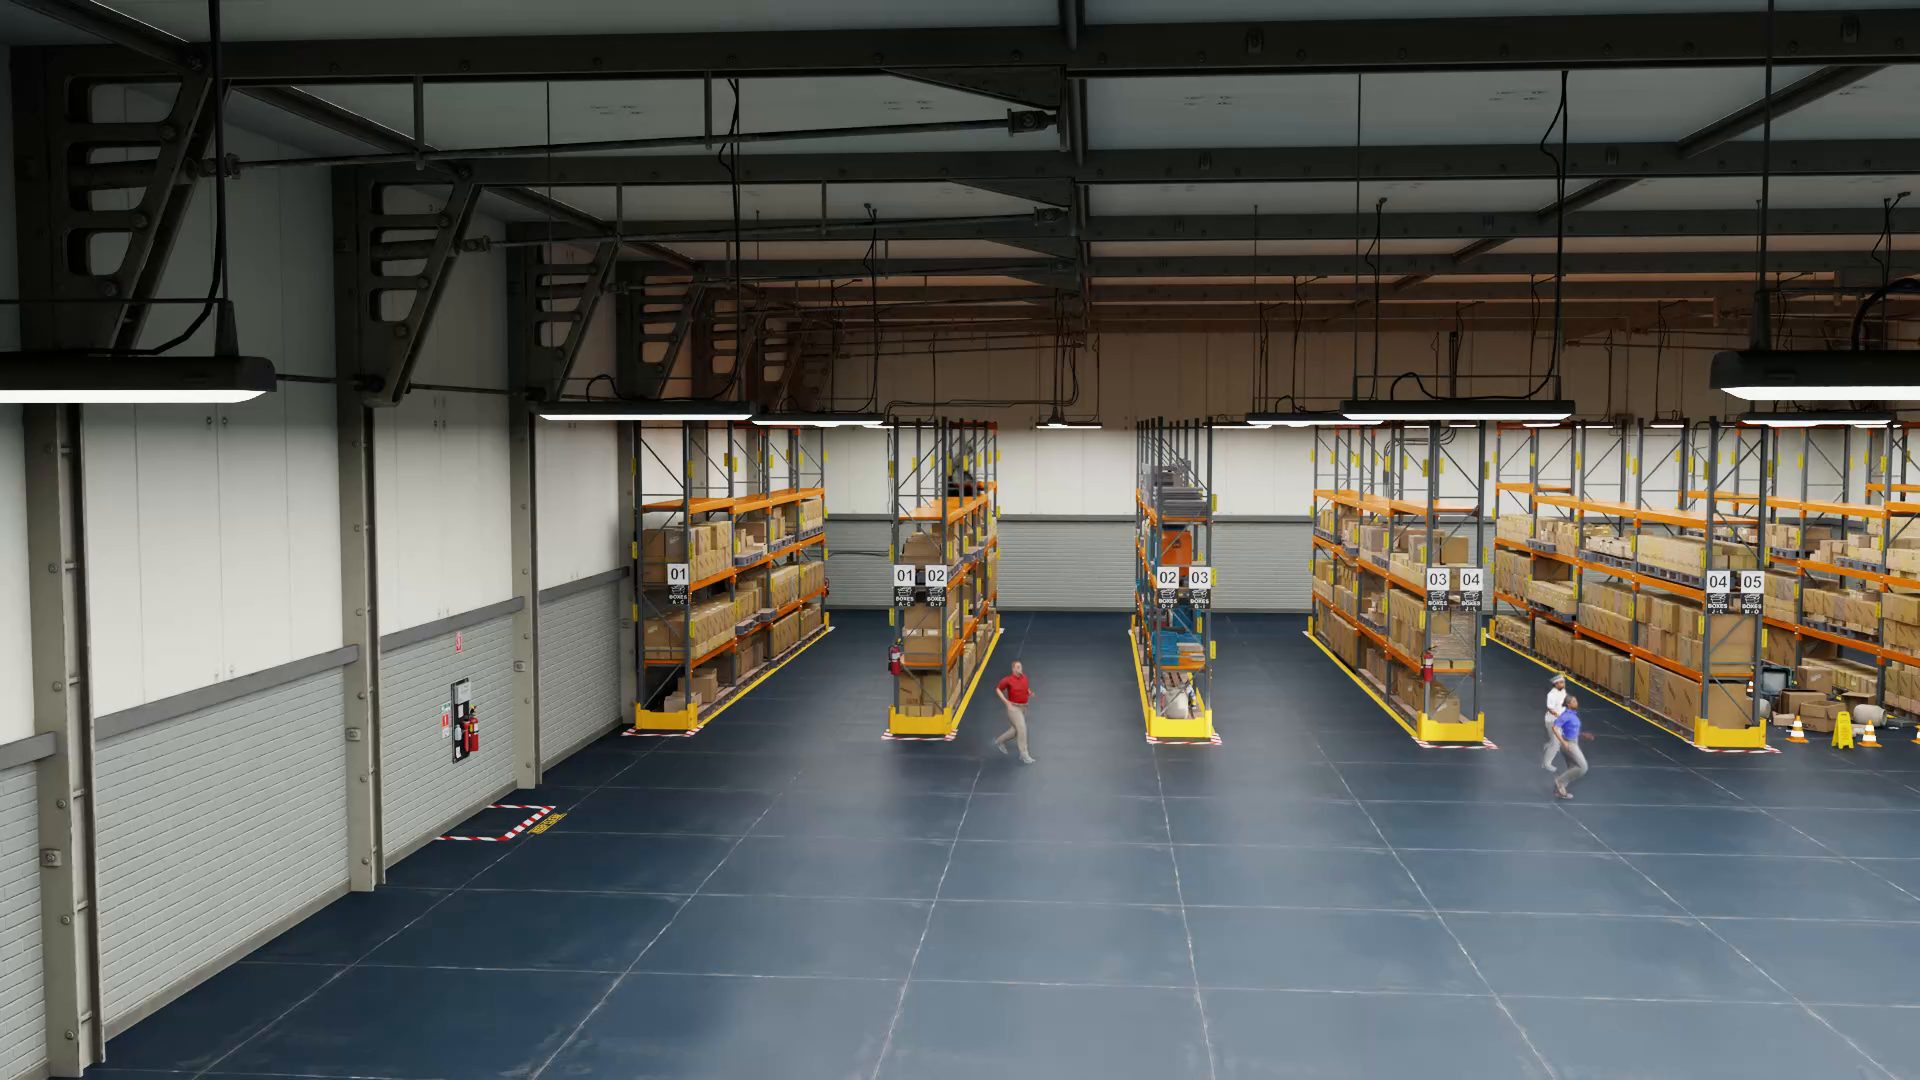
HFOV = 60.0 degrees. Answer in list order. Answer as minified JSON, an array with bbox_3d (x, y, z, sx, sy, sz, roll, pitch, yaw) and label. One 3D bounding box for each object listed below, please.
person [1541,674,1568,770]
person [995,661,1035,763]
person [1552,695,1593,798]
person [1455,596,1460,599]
[{"bbox_3d":[10.130,3.068,28.070,0.595,1.657,0.599,-3,5,-39],"label":"person"},{"bbox_3d":[0.975,2.973,28.992,0.911,1.748,0.647,3,5,39],"label":"person"},{"bbox_3d":[9.534,3.269,25.842,0.569,1.517,0.549,2,4,31],"label":"person"},{"bbox_3d":[13.314,2.030,43.919,0.715,1.716,1.001,0,4,-1],"label":"person"}]
